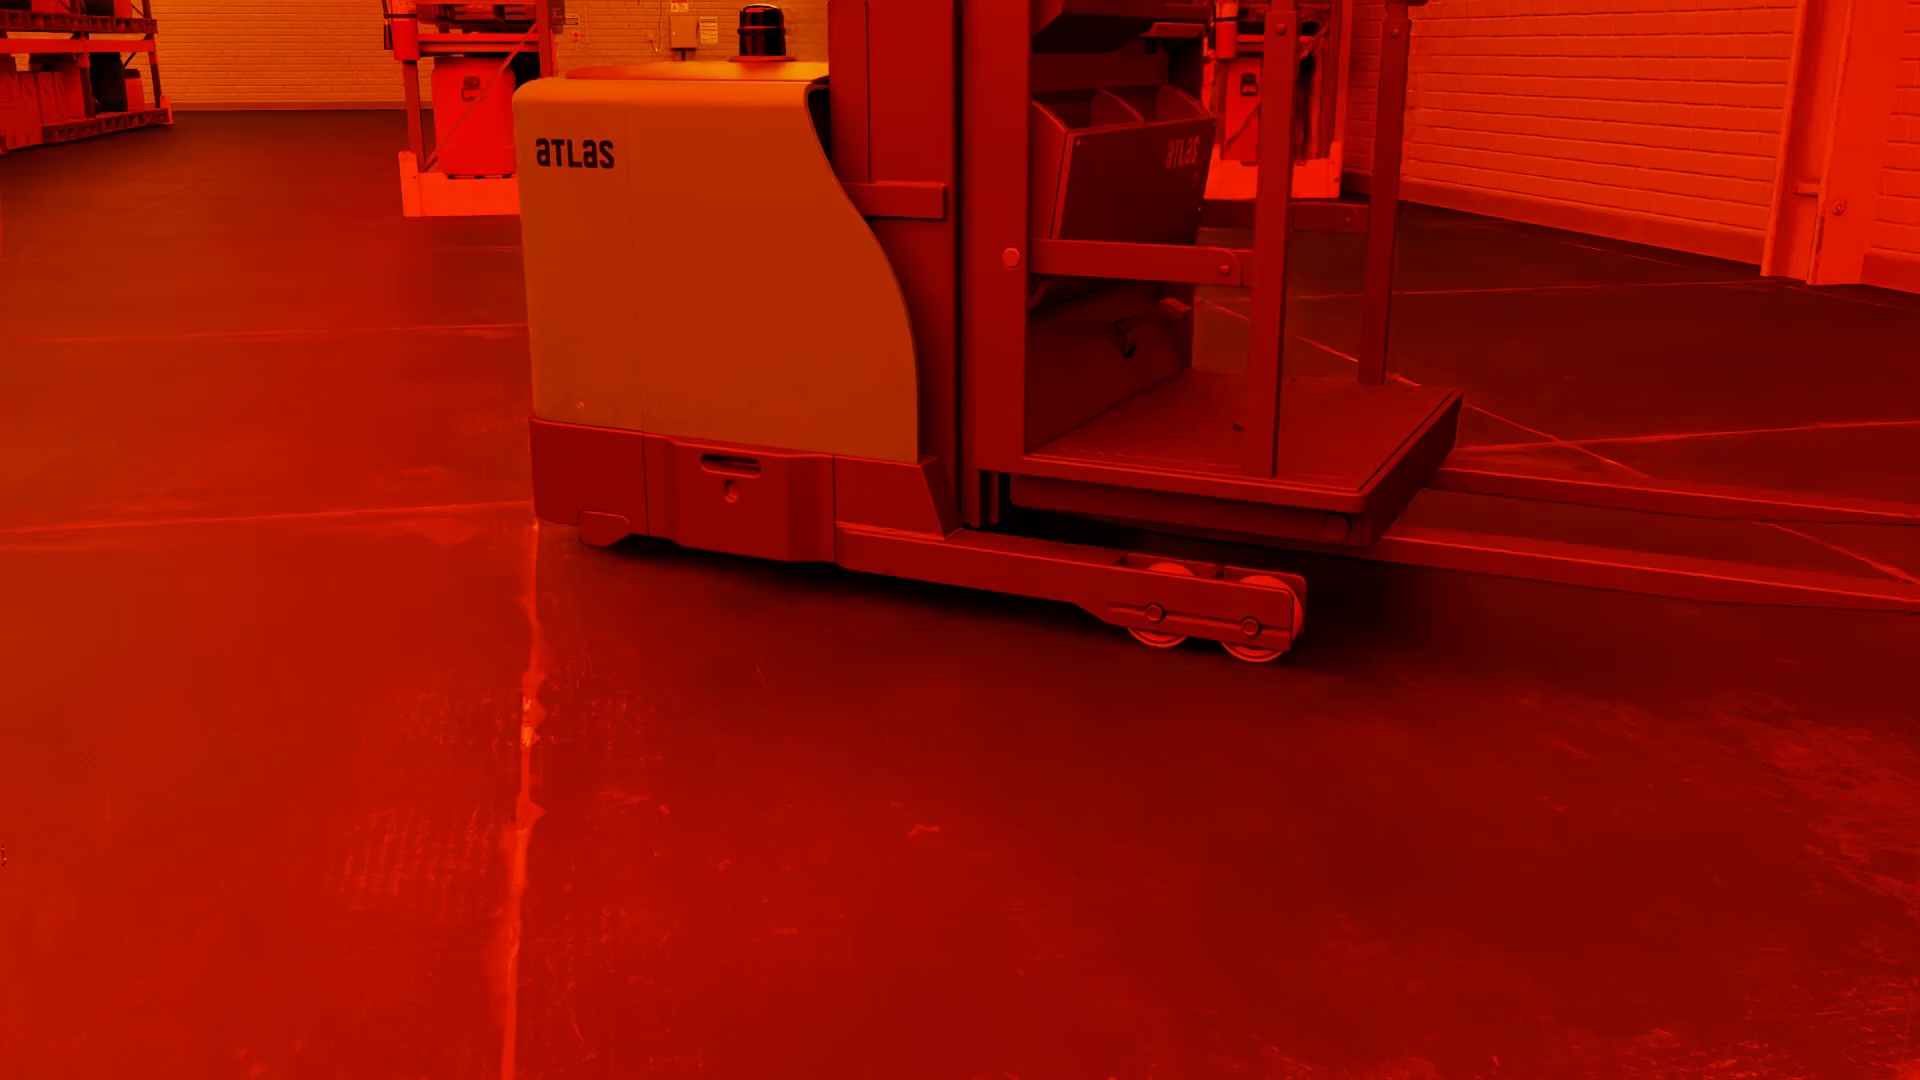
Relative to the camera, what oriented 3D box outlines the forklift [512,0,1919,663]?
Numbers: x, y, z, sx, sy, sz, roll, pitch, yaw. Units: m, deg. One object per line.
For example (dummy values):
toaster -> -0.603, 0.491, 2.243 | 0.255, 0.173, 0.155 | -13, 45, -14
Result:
forklift -> 0.541, -1.340, 3.379 | 3.031, 2.935, 1.130 | 8, 18, 24
